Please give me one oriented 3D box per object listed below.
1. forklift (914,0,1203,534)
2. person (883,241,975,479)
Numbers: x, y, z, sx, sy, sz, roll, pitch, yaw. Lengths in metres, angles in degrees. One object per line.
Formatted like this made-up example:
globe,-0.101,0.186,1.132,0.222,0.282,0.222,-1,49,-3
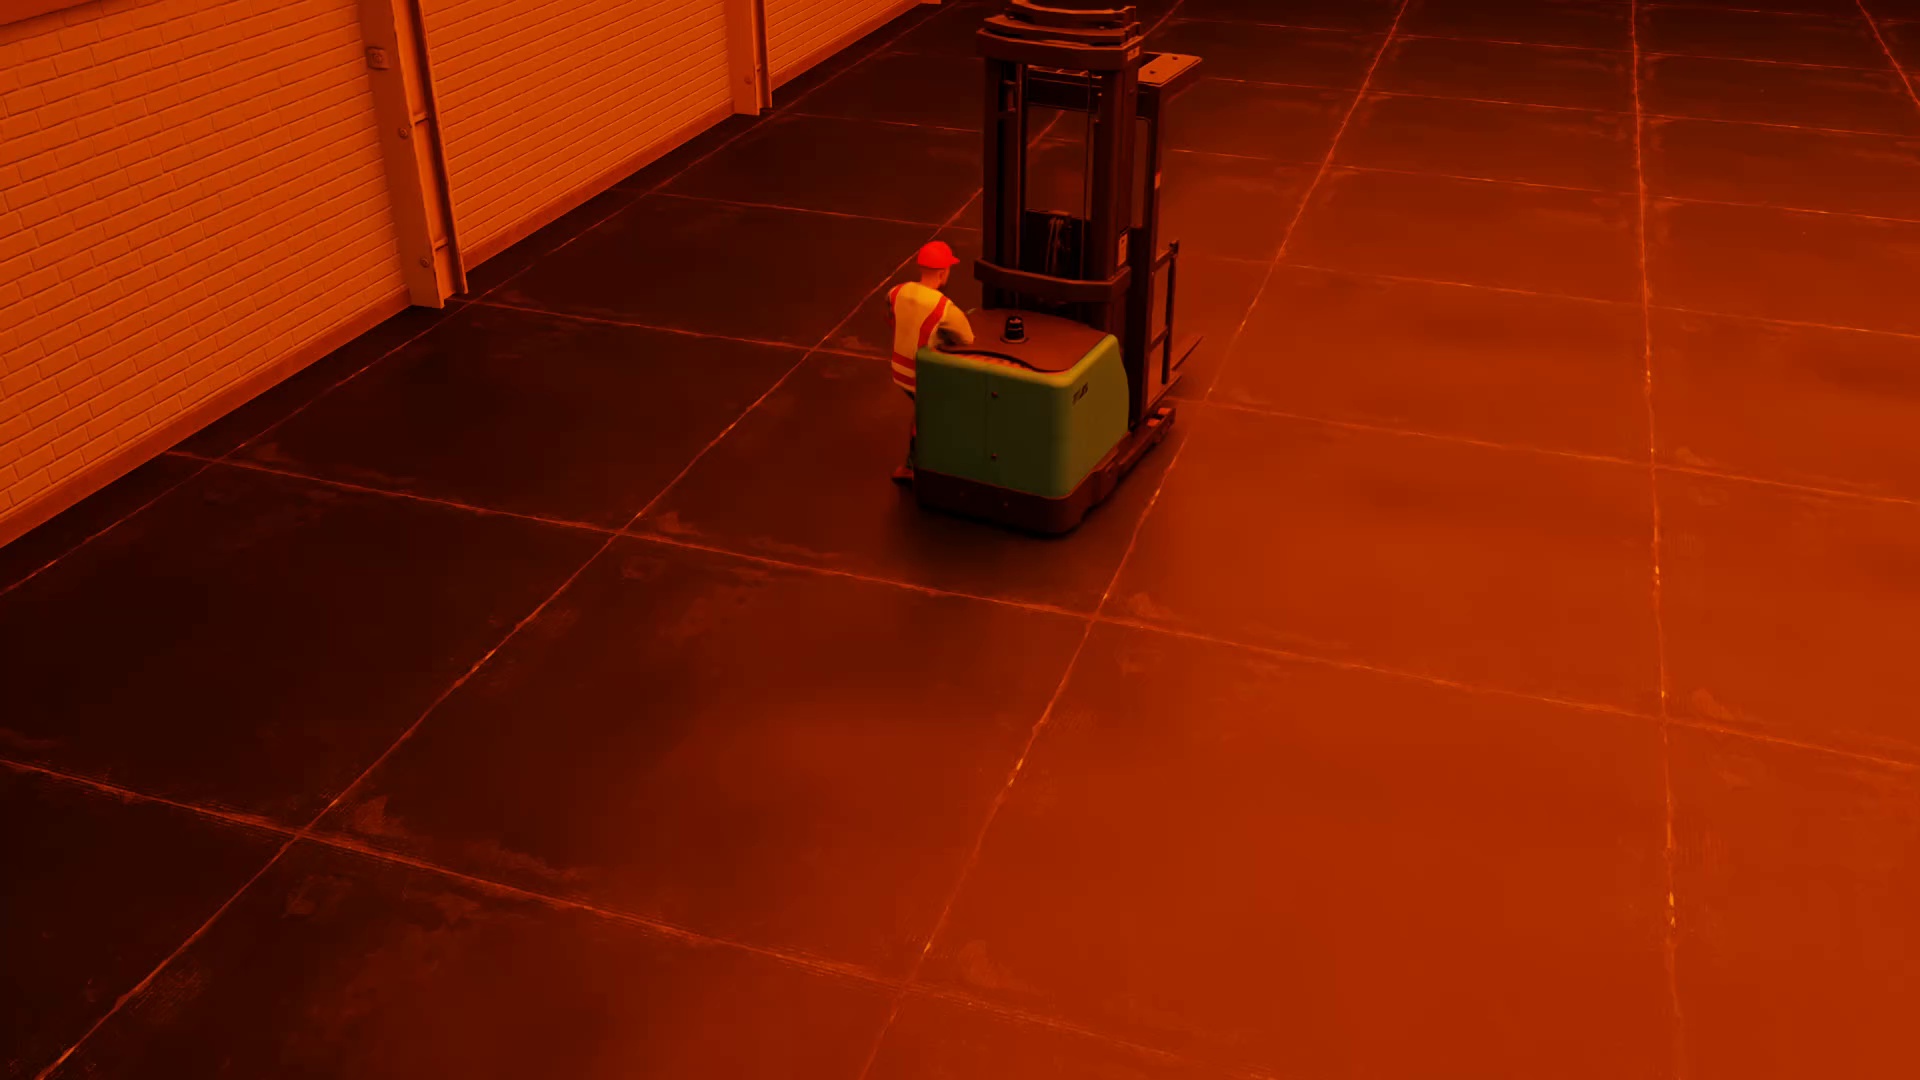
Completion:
forklift,0.825,-2.017,10.674,1.130,2.935,3.031,14,33,23
person,-0.113,-1.093,10.358,0.661,1.661,0.901,-26,38,-37
